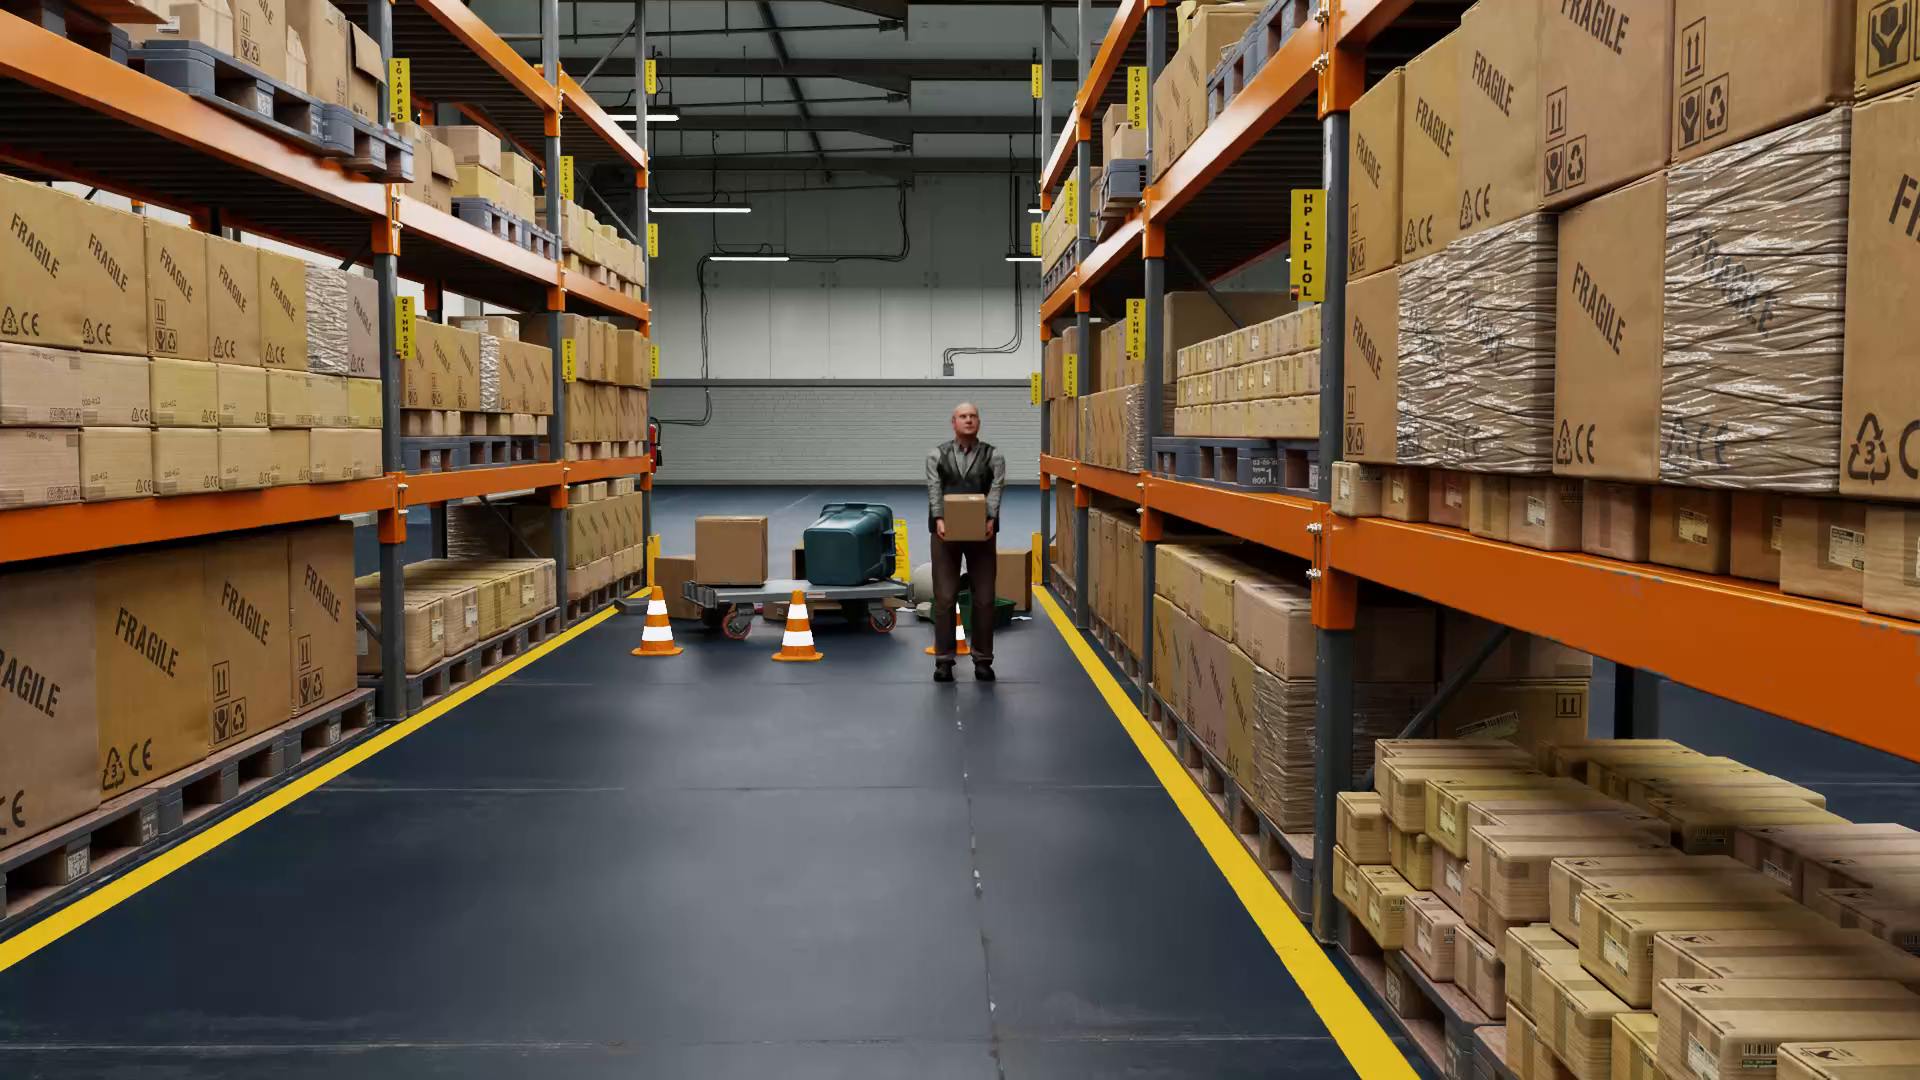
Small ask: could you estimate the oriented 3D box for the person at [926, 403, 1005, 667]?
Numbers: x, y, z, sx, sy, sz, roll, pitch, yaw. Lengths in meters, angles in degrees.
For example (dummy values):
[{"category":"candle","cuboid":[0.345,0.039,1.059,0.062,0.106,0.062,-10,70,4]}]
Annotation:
[{"category":"person","cuboid":[0.039,-0.020,10.326,0.499,1.661,0.554,0,4,-2]}]
